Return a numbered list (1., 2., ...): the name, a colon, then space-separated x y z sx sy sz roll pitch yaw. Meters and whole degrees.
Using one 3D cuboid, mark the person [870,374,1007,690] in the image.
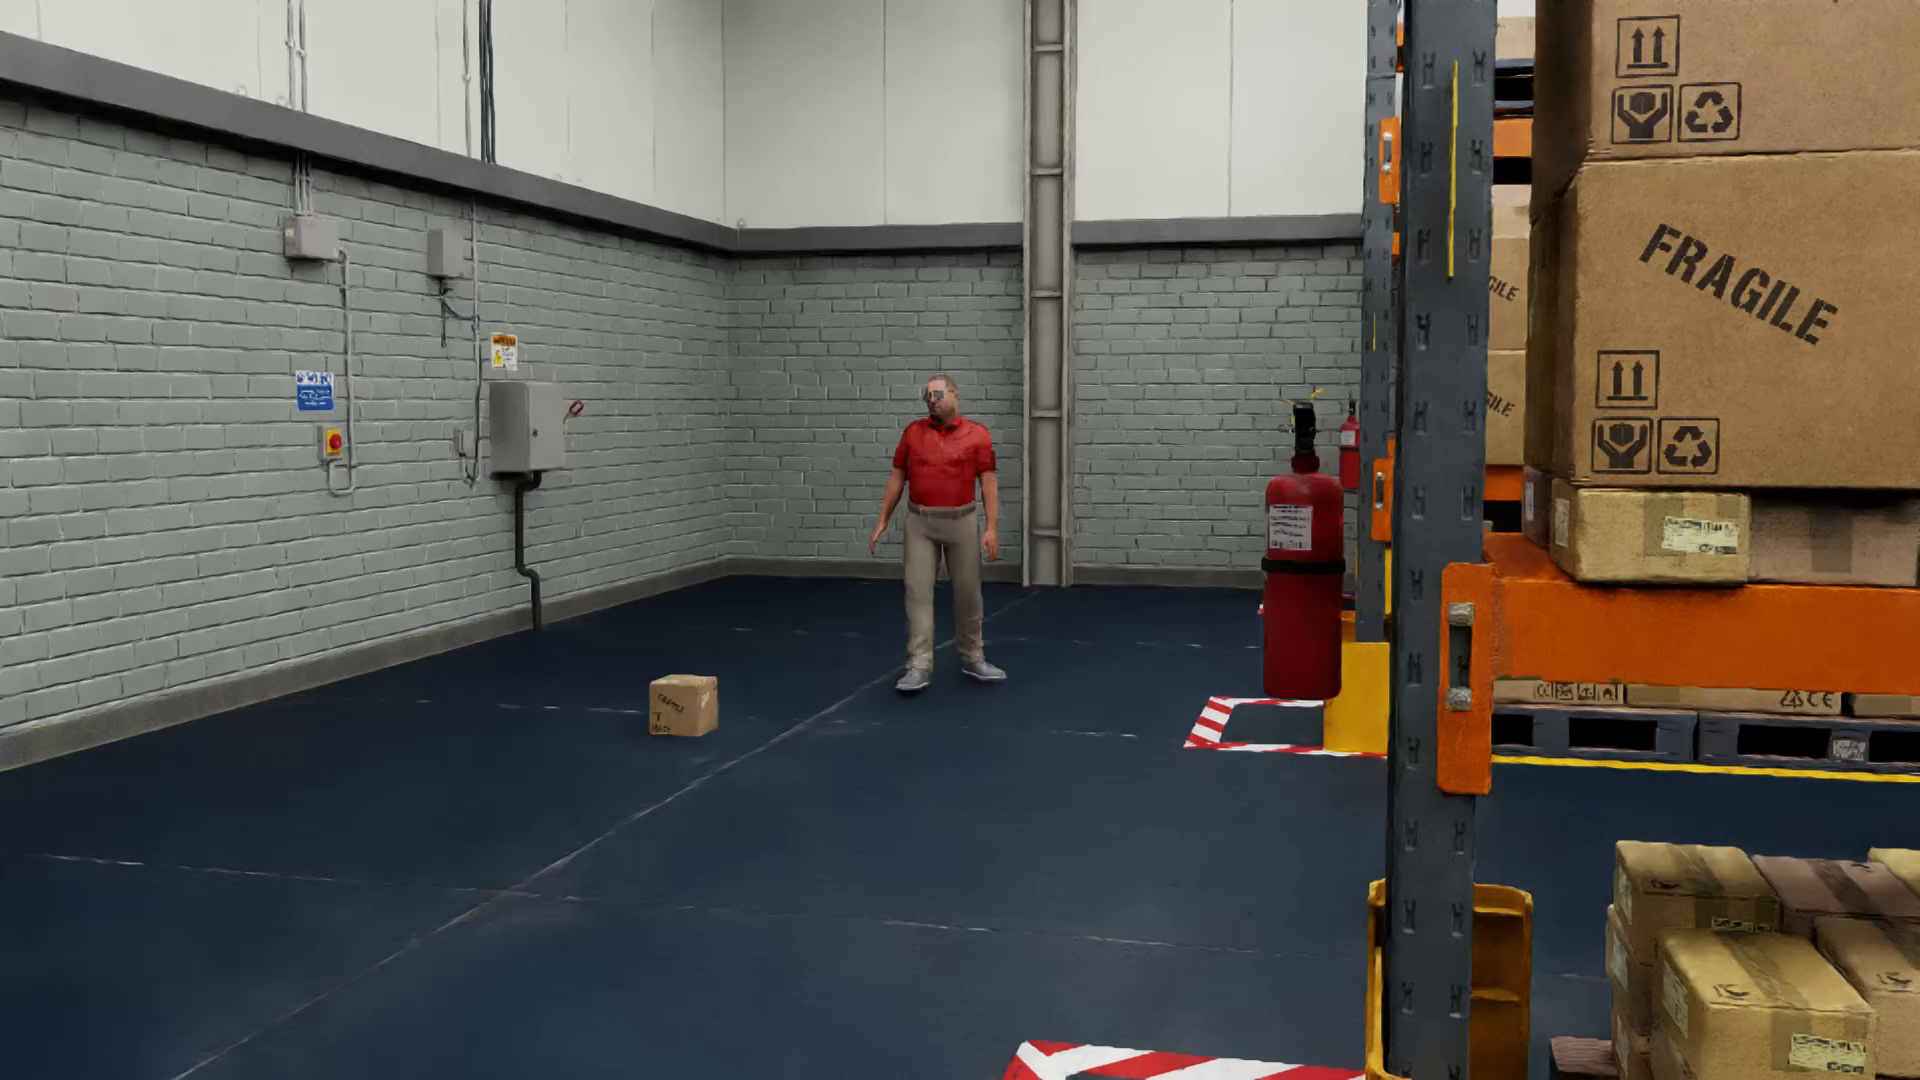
1. person: -0.129 -0.053 9.146 0.756 1.716 0.631 1 5 7
